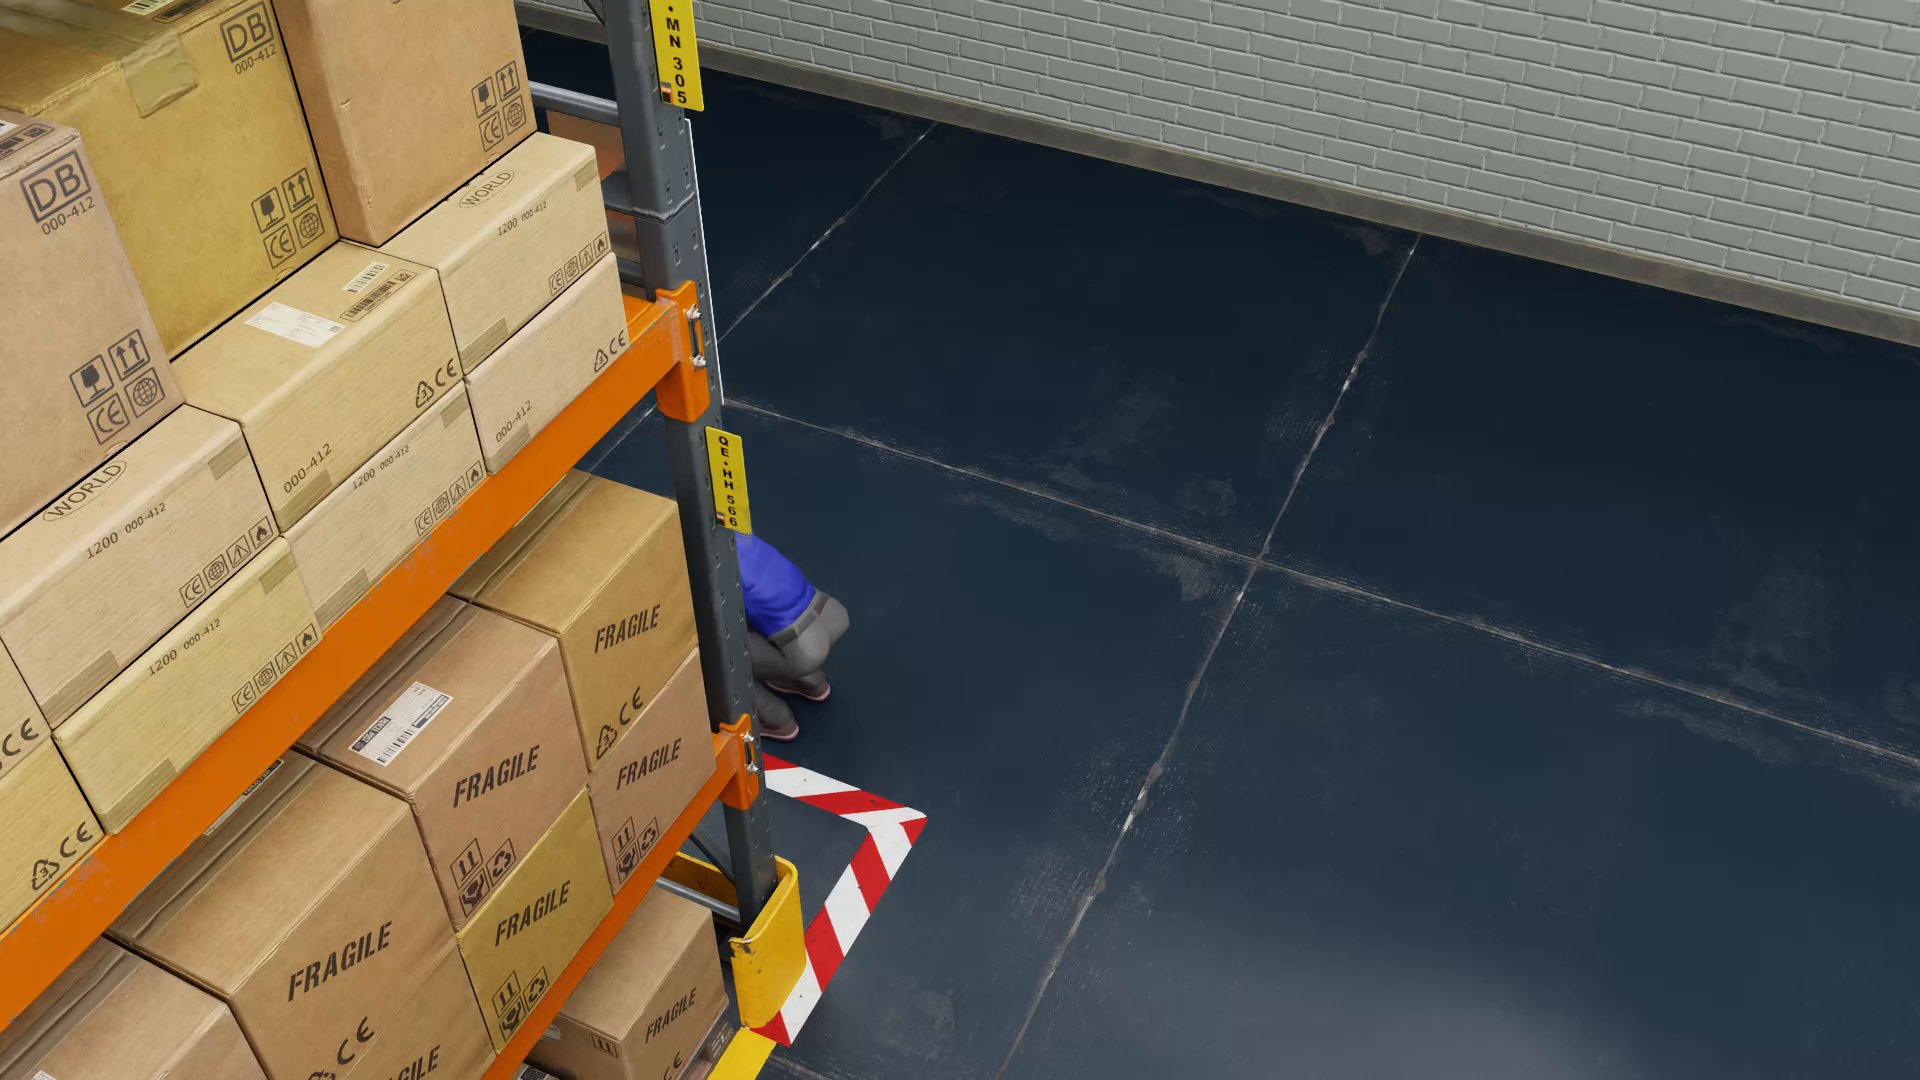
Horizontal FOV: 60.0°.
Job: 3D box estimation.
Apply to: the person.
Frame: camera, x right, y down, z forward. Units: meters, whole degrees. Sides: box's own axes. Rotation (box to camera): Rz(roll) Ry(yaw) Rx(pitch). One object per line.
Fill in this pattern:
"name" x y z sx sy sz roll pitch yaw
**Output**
"person" -0.838 0.297 6.363 0.810 0.958 0.483 17 45 18
